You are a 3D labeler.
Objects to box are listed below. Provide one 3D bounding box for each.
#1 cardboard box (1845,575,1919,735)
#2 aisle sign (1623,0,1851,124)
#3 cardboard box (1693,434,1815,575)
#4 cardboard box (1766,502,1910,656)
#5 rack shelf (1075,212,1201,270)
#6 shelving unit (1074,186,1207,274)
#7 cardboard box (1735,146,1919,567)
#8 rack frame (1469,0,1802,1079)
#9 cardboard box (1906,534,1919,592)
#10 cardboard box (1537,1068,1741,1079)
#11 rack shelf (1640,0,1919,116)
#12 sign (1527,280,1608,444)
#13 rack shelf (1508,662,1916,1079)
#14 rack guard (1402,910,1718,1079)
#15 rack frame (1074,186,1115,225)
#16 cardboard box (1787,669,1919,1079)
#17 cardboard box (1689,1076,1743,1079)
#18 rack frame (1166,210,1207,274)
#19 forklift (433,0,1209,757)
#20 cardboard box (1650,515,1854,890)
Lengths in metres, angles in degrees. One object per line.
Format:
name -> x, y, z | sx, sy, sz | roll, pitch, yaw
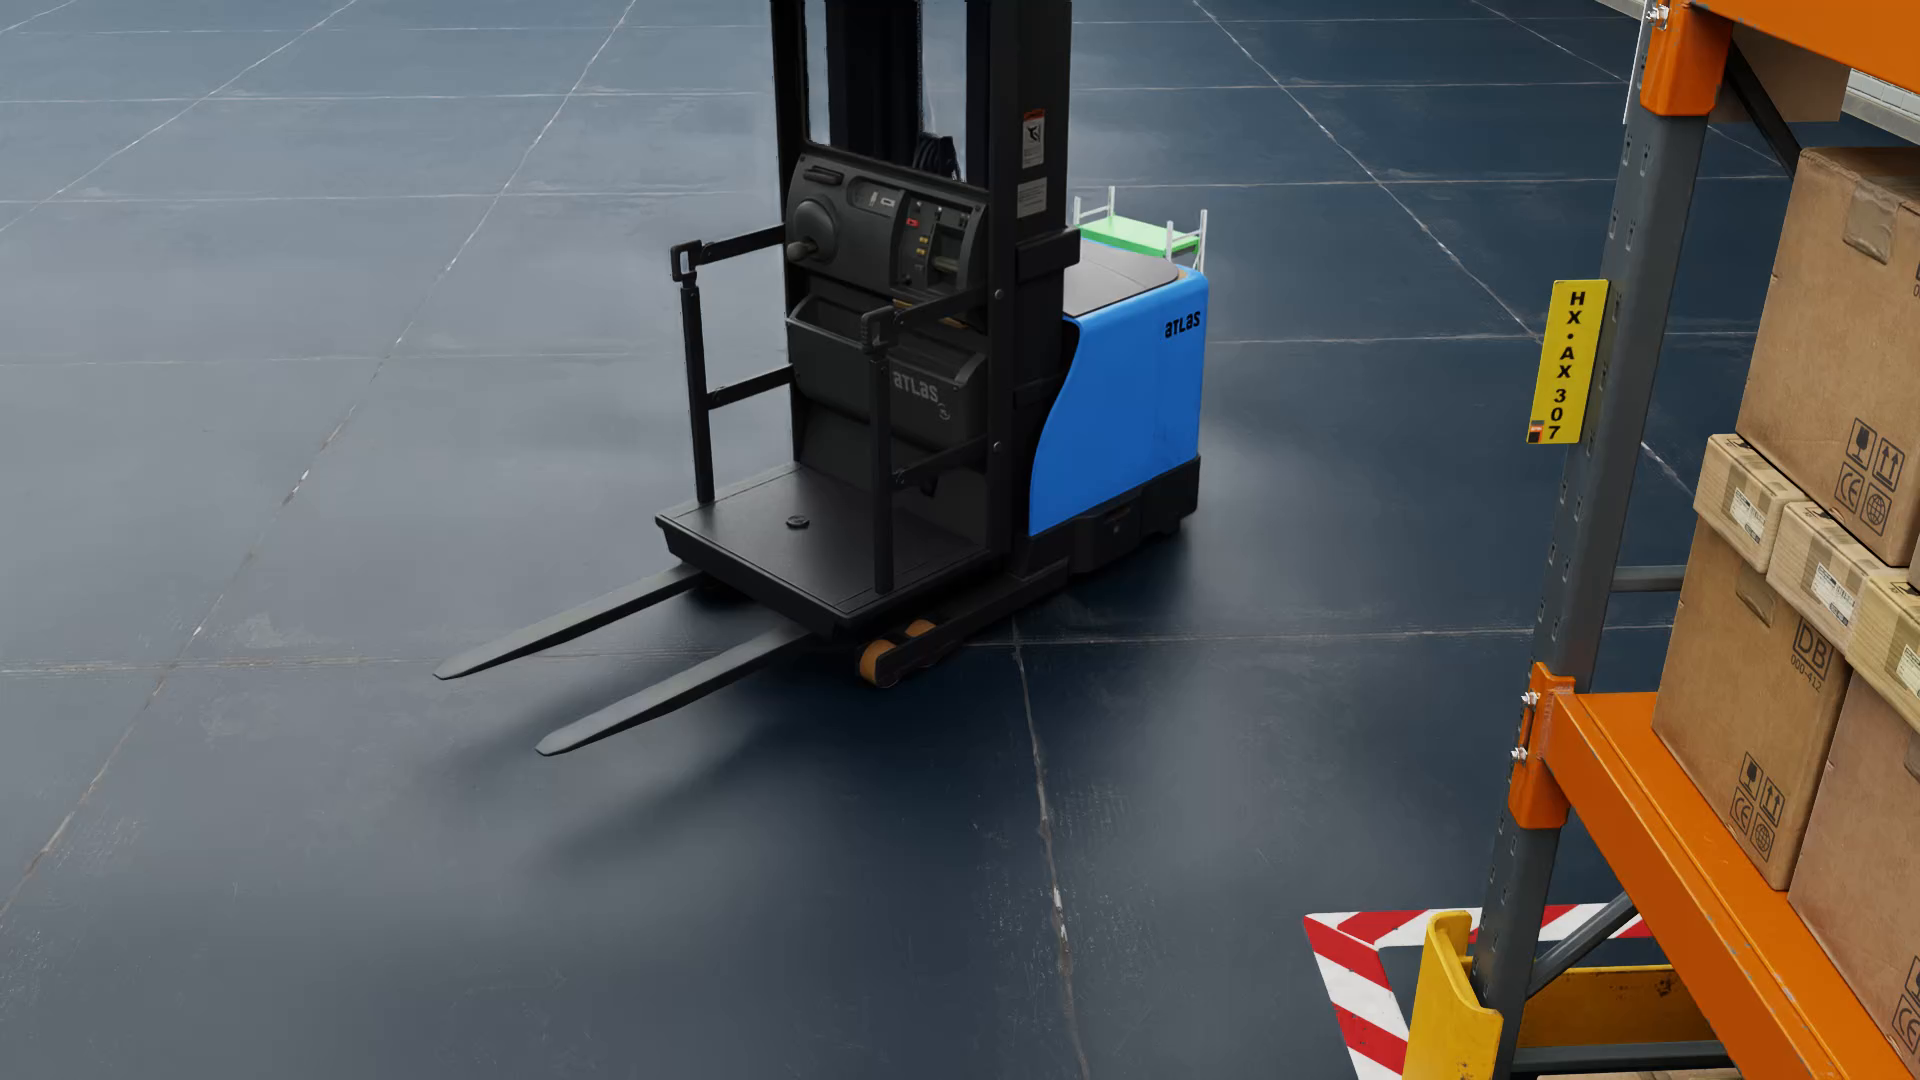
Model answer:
cardboard box -> 1.526, 0.169, 2.373 | 0.380, 0.149, 0.250 | -1, 28, -2
aisle sign -> 1.383, -1.098, 2.801 | 0.394, 0.787, 0.004 | -1, 28, -3
cardboard box -> 1.498, -0.068, 2.827 | 0.380, 0.149, 0.250 | -2, 28, -3
cardboard box -> 1.514, 0.054, 2.594 | 0.380, 0.149, 0.250 | -2, 28, -4
rack shelf -> 0.735, -1.210, 6.872 | 0.480, 0.148, 0.258 | 25, 36, 39
shelving unit -> 0.735, -0.841, 7.064 | 0.503, 1.200, 0.258 | 25, 36, 39
cardboard box -> 1.707, -0.302, 2.574 | 0.700, 0.500, 0.500 | -1, 28, -2
rack frame -> 1.696, 0.077, 3.358 | 0.949, 2.616, 0.053 | -1, 28, -3
cardboard box -> 1.740, -0.059, 2.109 | 0.700, 0.500, 0.500 | -2, 28, -4
cardboard box -> 1.498, 1.363, 3.411 | 0.500, 0.250, 0.500 | -1, 28, -3
rack shelf -> 1.797, -0.010, 1.060 | 1.077, 0.370, 4.000 | -1, 28, -3
sign -> 1.138, -0.331, 3.119 | 0.100, 0.325, 0.005 | -1, 28, -3
rack shelf -> 1.797, 1.320, 1.753 | 1.077, 0.370, 4.000 | -1, 28, -3
rack guard -> 1.691, 1.175, 3.957 | 1.175, 0.500, 0.348 | -1, 28, -3
rack frame -> 0.562, -0.921, 7.217 | 0.015, 1.200, 0.240 | 25, 36, 39
cardboard box -> 1.736, 0.491, 2.456 | 0.700, 0.500, 0.500 | -1, 28, -1
cardboard box -> 1.526, 1.262, 2.795 | 0.500, 0.500, 0.500 | -1, 28, -3
rack frame -> 0.908, -0.761, 6.912 | 0.015, 1.200, 0.240 | 25, 36, 39
forklift -> -0.419, -1.054, 5.602 | 1.130, 2.935, 3.031 | 25, 36, 39
cardboard box -> 1.704, 0.249, 2.921 | 0.700, 0.500, 0.500 | -1, 28, -3
